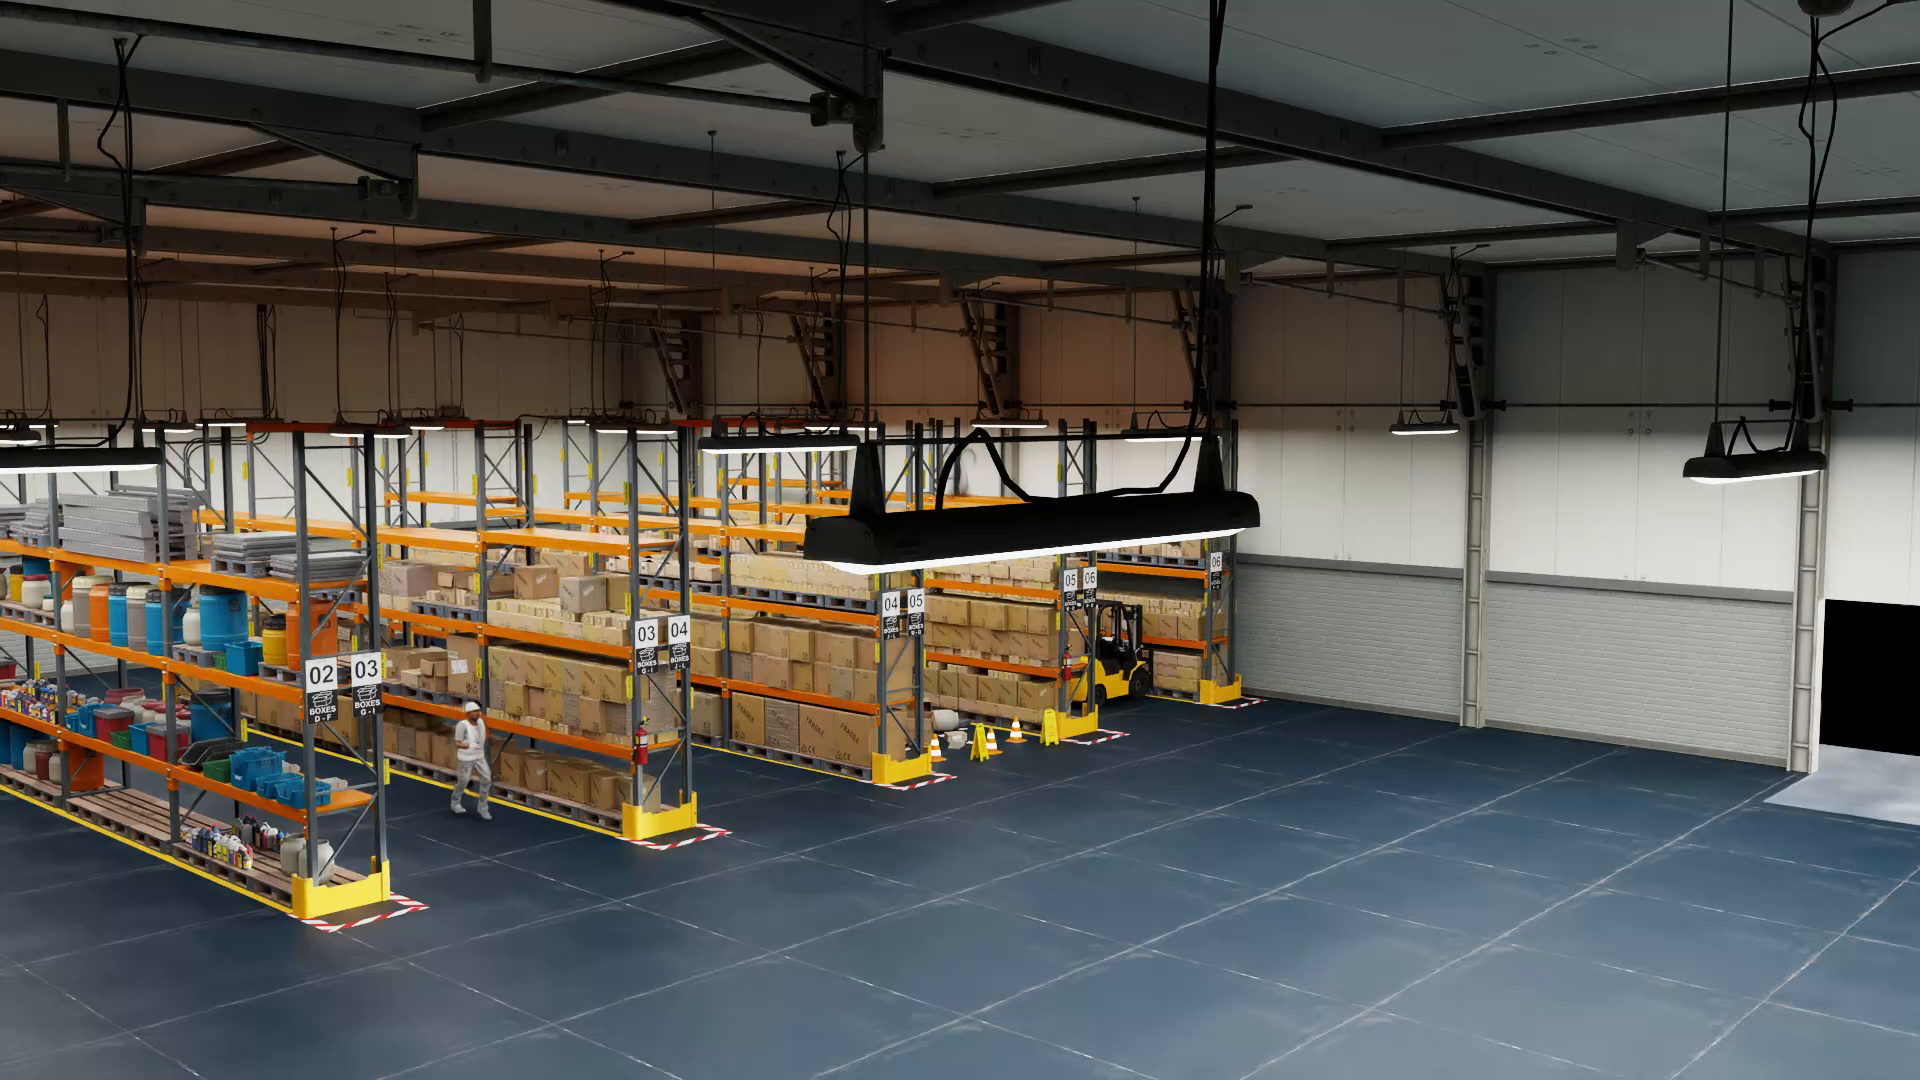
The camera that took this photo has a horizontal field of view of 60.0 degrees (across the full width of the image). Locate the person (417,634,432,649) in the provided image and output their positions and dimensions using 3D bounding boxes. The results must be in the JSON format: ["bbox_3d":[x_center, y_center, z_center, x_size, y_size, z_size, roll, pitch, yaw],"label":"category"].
[{"bbox_3d":[-12.888,2.172,40.162,0.667,1.731,0.605,0,5,-6],"label":"person"}]

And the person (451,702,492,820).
[{"bbox_3d":[-7.473,3.371,25.399,0.839,1.830,0.612,4,6,38],"label":"person"}]

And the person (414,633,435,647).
[{"bbox_3d":[-13.529,2.107,41.850,0.628,1.673,0.817,2,5,26],"label":"person"}]
